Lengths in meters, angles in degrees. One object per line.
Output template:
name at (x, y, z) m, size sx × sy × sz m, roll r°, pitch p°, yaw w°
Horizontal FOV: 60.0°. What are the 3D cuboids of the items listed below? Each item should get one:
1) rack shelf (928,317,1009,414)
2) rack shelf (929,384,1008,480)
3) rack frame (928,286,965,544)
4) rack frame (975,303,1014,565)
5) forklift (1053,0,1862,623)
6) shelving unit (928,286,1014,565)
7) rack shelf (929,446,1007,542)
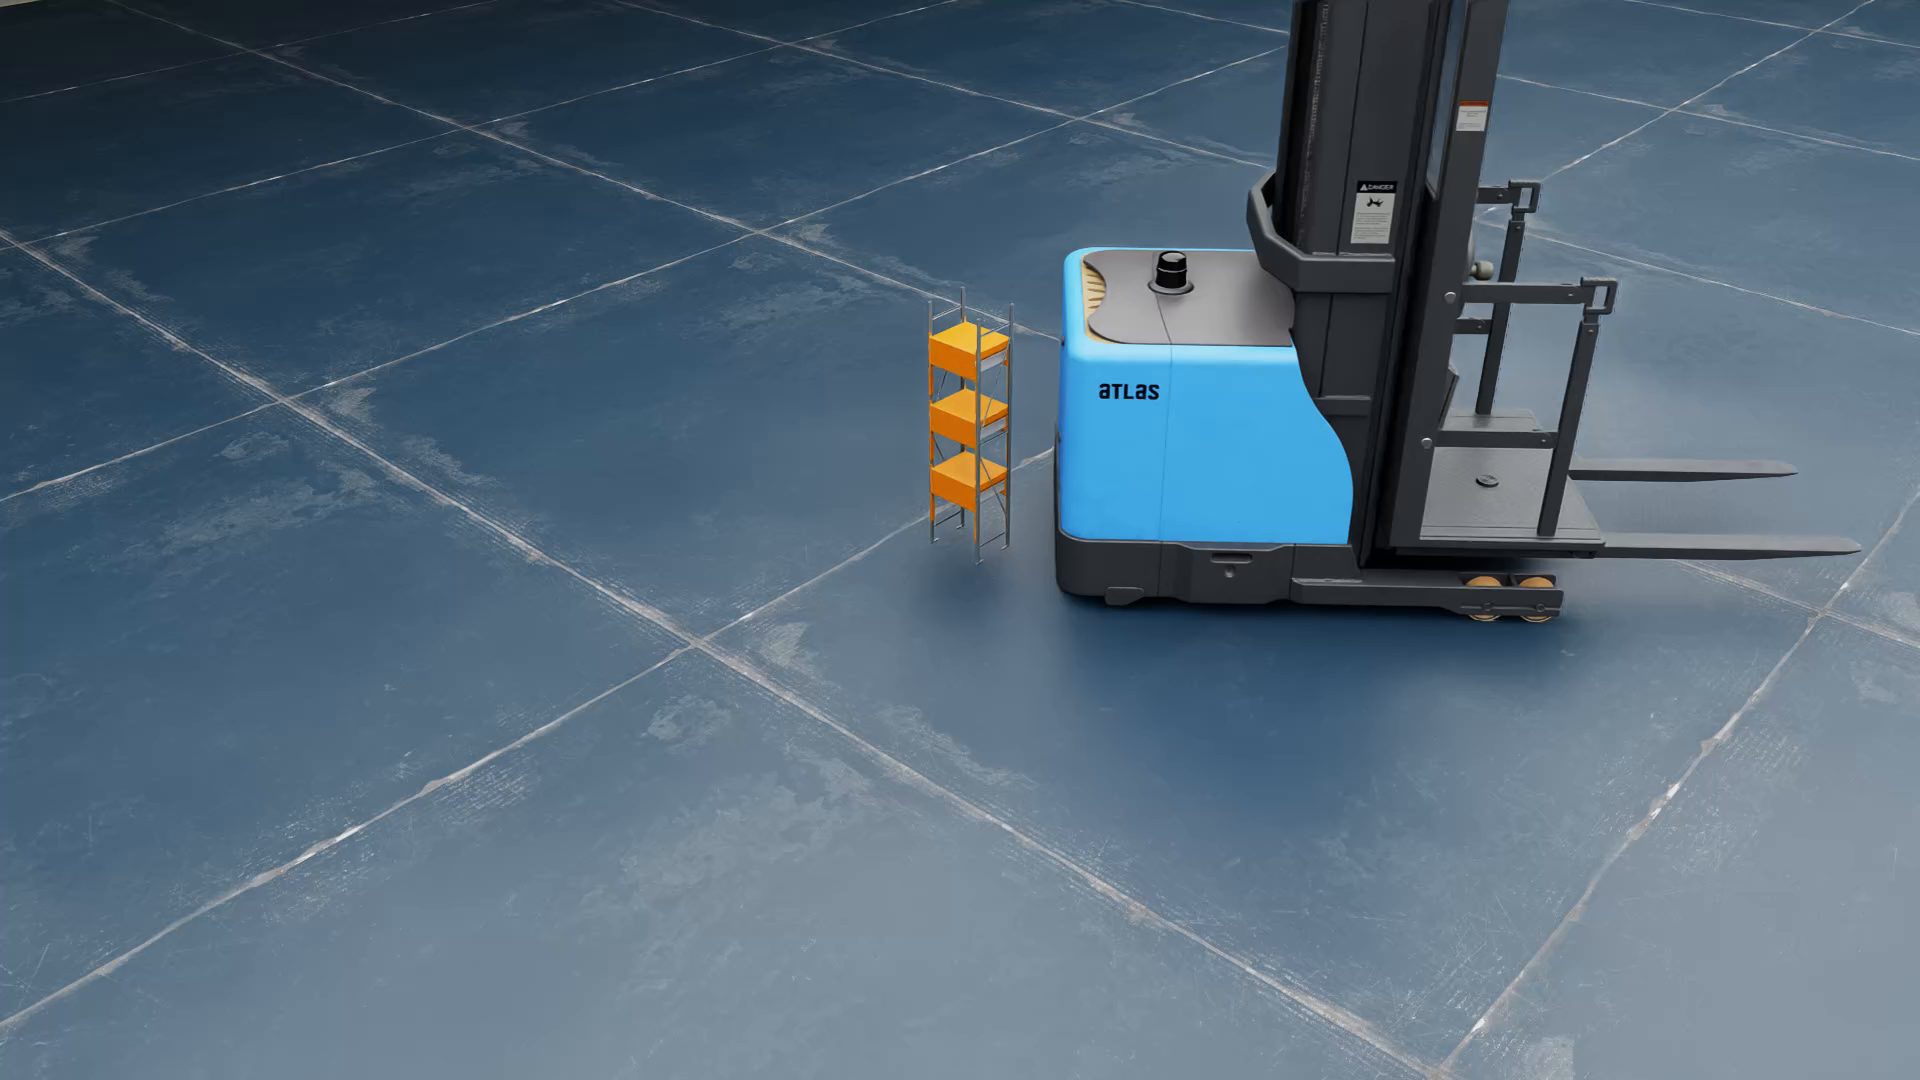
rack shelf at (0.040, -0.665, 6.308) m, size 0.240 × 0.259 × 0.215 m, roll 25°, pitch 39°, yaw 35°
rack shelf at (0.040, -0.422, 6.454) m, size 0.240 × 0.259 × 0.215 m, roll 25°, pitch 39°, yaw 35°
rack frame at (-0.051, -0.473, 6.519) m, size 0.008 × 1.050 × 0.200 m, roll 25°, pitch 39°, yaw 35°
rack frame at (0.130, -0.389, 6.378) m, size 0.008 × 1.050 × 0.200 m, roll 25°, pitch 39°, yaw 35°
forklift at (1.896, -1.228, 5.948) m, size 3.031 × 2.935 × 1.130 m, roll 1°, pitch 31°, yaw 2°
shelving unit at (0.040, -0.431, 6.448) m, size 0.252 × 1.050 × 0.215 m, roll 25°, pitch 39°, yaw 35°
rack shelf at (0.040, -0.184, 6.597) m, size 0.240 × 0.259 × 0.215 m, roll 25°, pitch 39°, yaw 35°
